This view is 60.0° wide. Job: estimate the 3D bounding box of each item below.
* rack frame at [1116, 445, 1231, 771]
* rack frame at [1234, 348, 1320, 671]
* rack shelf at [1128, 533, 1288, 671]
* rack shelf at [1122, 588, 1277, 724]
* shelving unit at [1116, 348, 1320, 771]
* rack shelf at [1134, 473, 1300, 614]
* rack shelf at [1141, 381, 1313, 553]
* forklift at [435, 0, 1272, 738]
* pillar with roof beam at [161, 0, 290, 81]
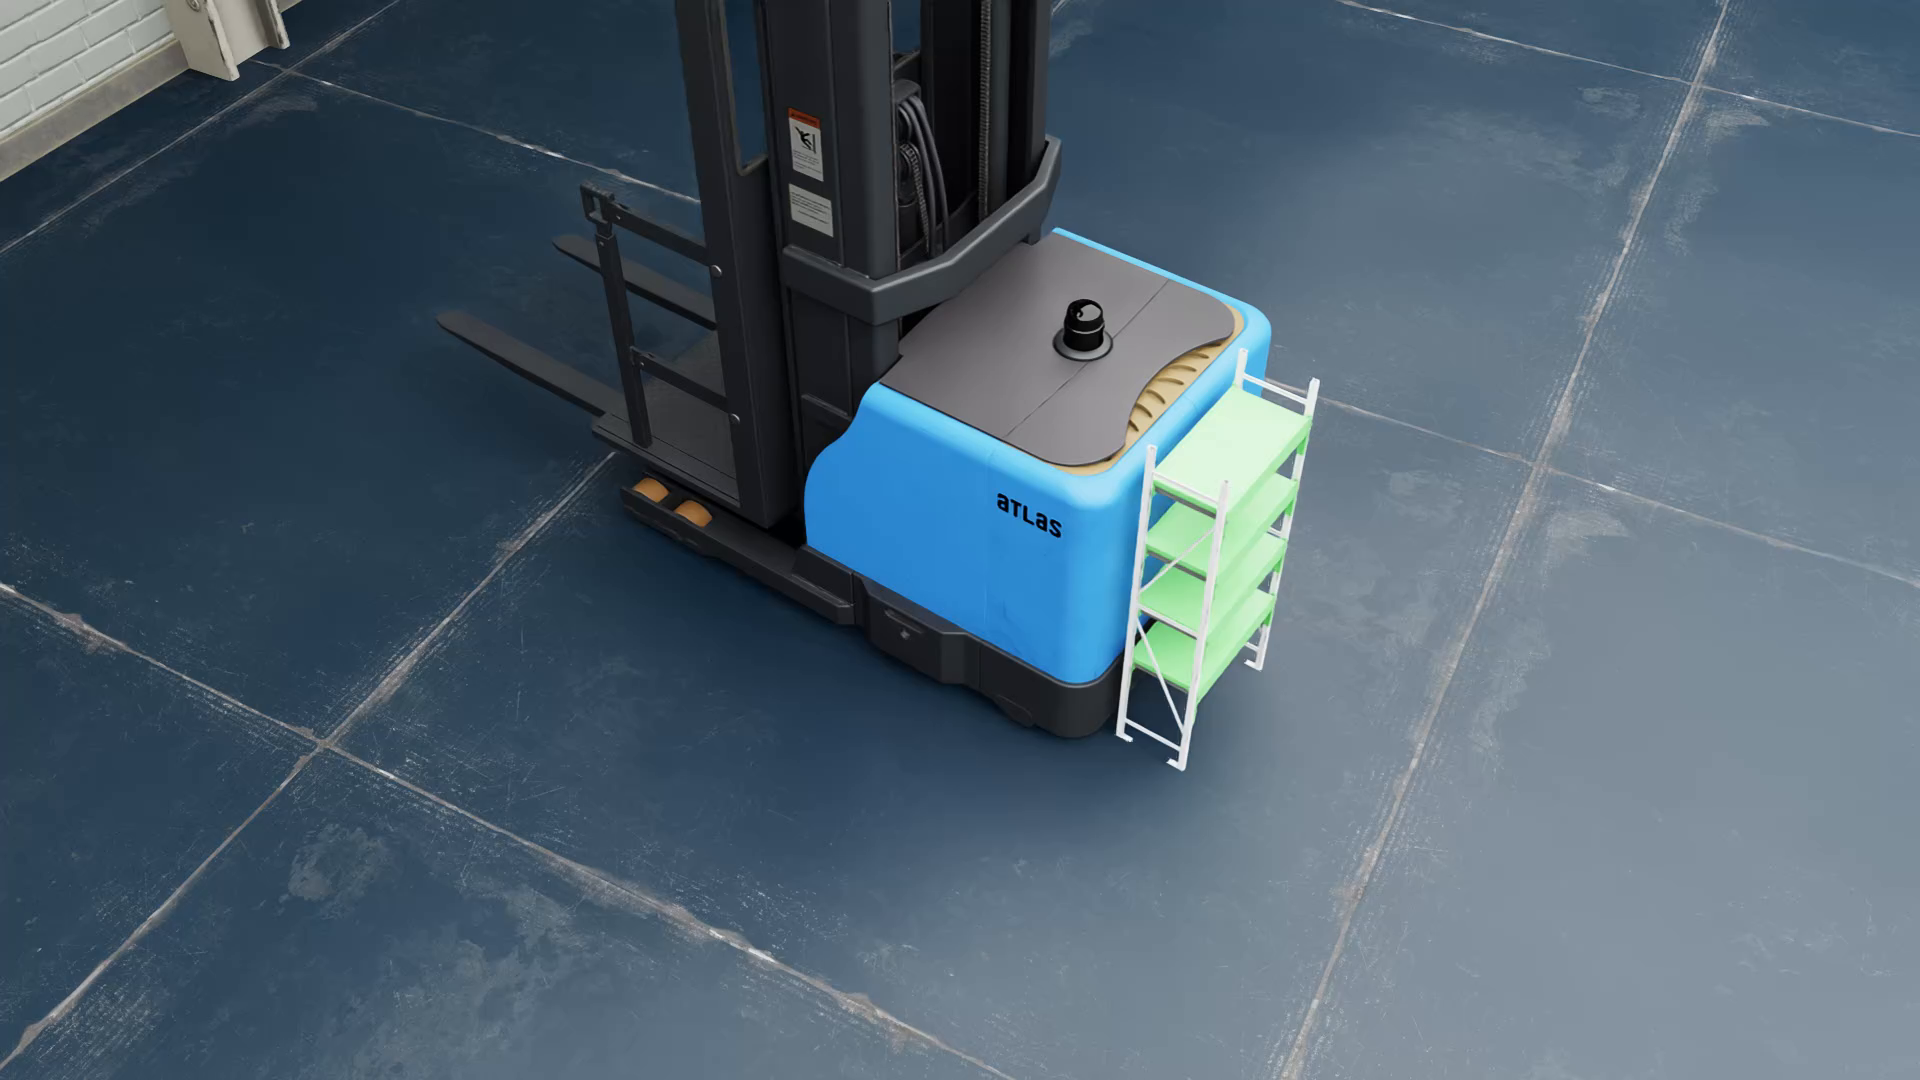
[{"bbox_3d":[0.585,0.228,4.681,0.240,1.200,0.015,27,51,24],"label":"rack frame"},{"bbox_3d":[0.869,-0.054,4.960,0.240,1.200,0.015,27,51,24],"label":"rack frame"},{"bbox_3d":[0.727,0.132,4.866,0.258,0.148,0.480,27,51,24],"label":"rack shelf"},{"bbox_3d":[0.727,0.301,5.036,0.258,0.148,0.480,27,51,24],"label":"rack shelf"},{"bbox_3d":[0.727,0.087,4.820,0.258,1.200,0.503,27,51,24],"label":"shelving unit"},{"bbox_3d":[0.727,-0.037,4.695,0.258,0.148,0.480,27,51,24],"label":"rack shelf"},{"bbox_3d":[0.727,-0.205,4.524,0.258,0.148,0.480,27,51,24],"label":"rack shelf"},{"bbox_3d":[-0.556,-1.278,4.952,3.031,2.935,1.130,27,51,24],"label":"forklift"},{"bbox_3d":[0.307,-4.097,3.473,9.100,9.000,0.400,20,49,19],"label":"pillar with roof beam"}]
